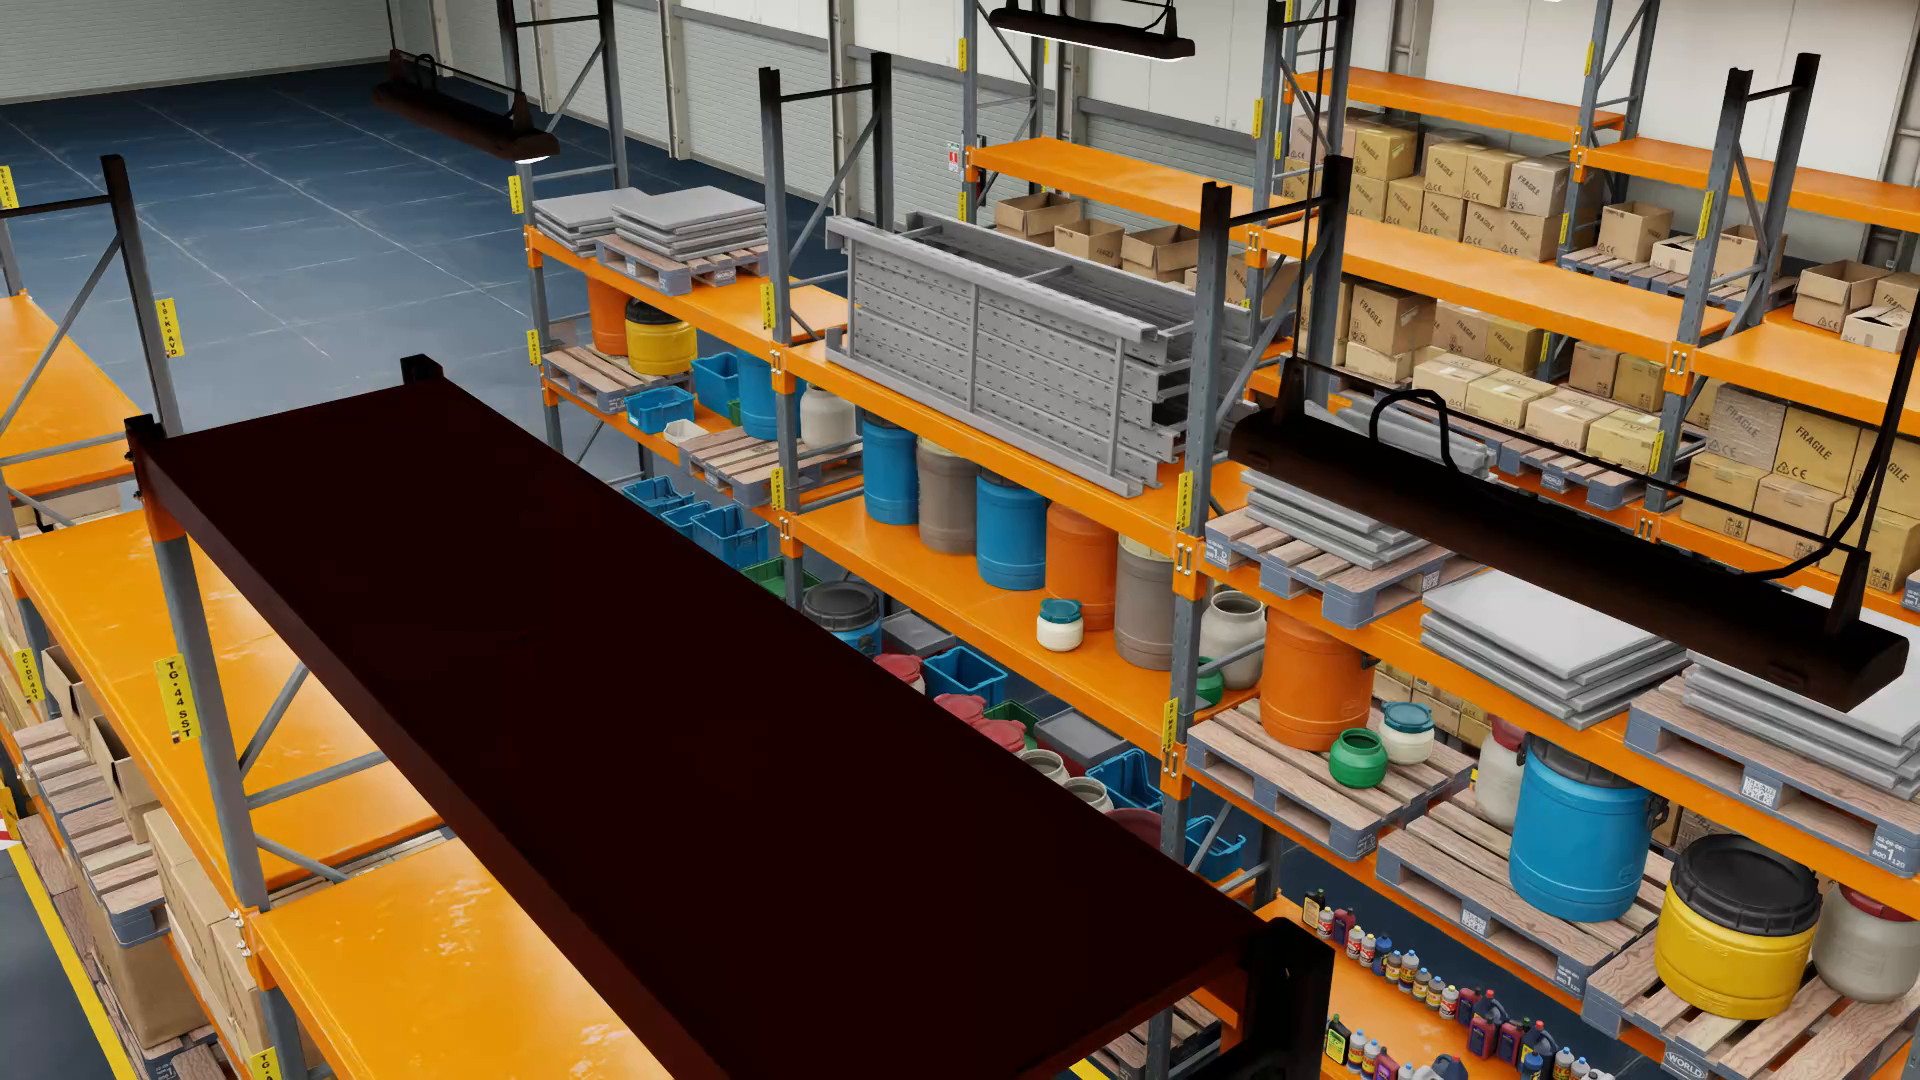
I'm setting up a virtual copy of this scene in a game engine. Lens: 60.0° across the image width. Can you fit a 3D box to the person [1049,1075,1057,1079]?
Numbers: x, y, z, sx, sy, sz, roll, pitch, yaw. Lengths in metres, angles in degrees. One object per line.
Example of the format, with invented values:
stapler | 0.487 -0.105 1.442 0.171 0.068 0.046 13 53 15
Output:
person | 0.298 3.177 9.939 0.569 1.577 0.430 -2 26 -5
